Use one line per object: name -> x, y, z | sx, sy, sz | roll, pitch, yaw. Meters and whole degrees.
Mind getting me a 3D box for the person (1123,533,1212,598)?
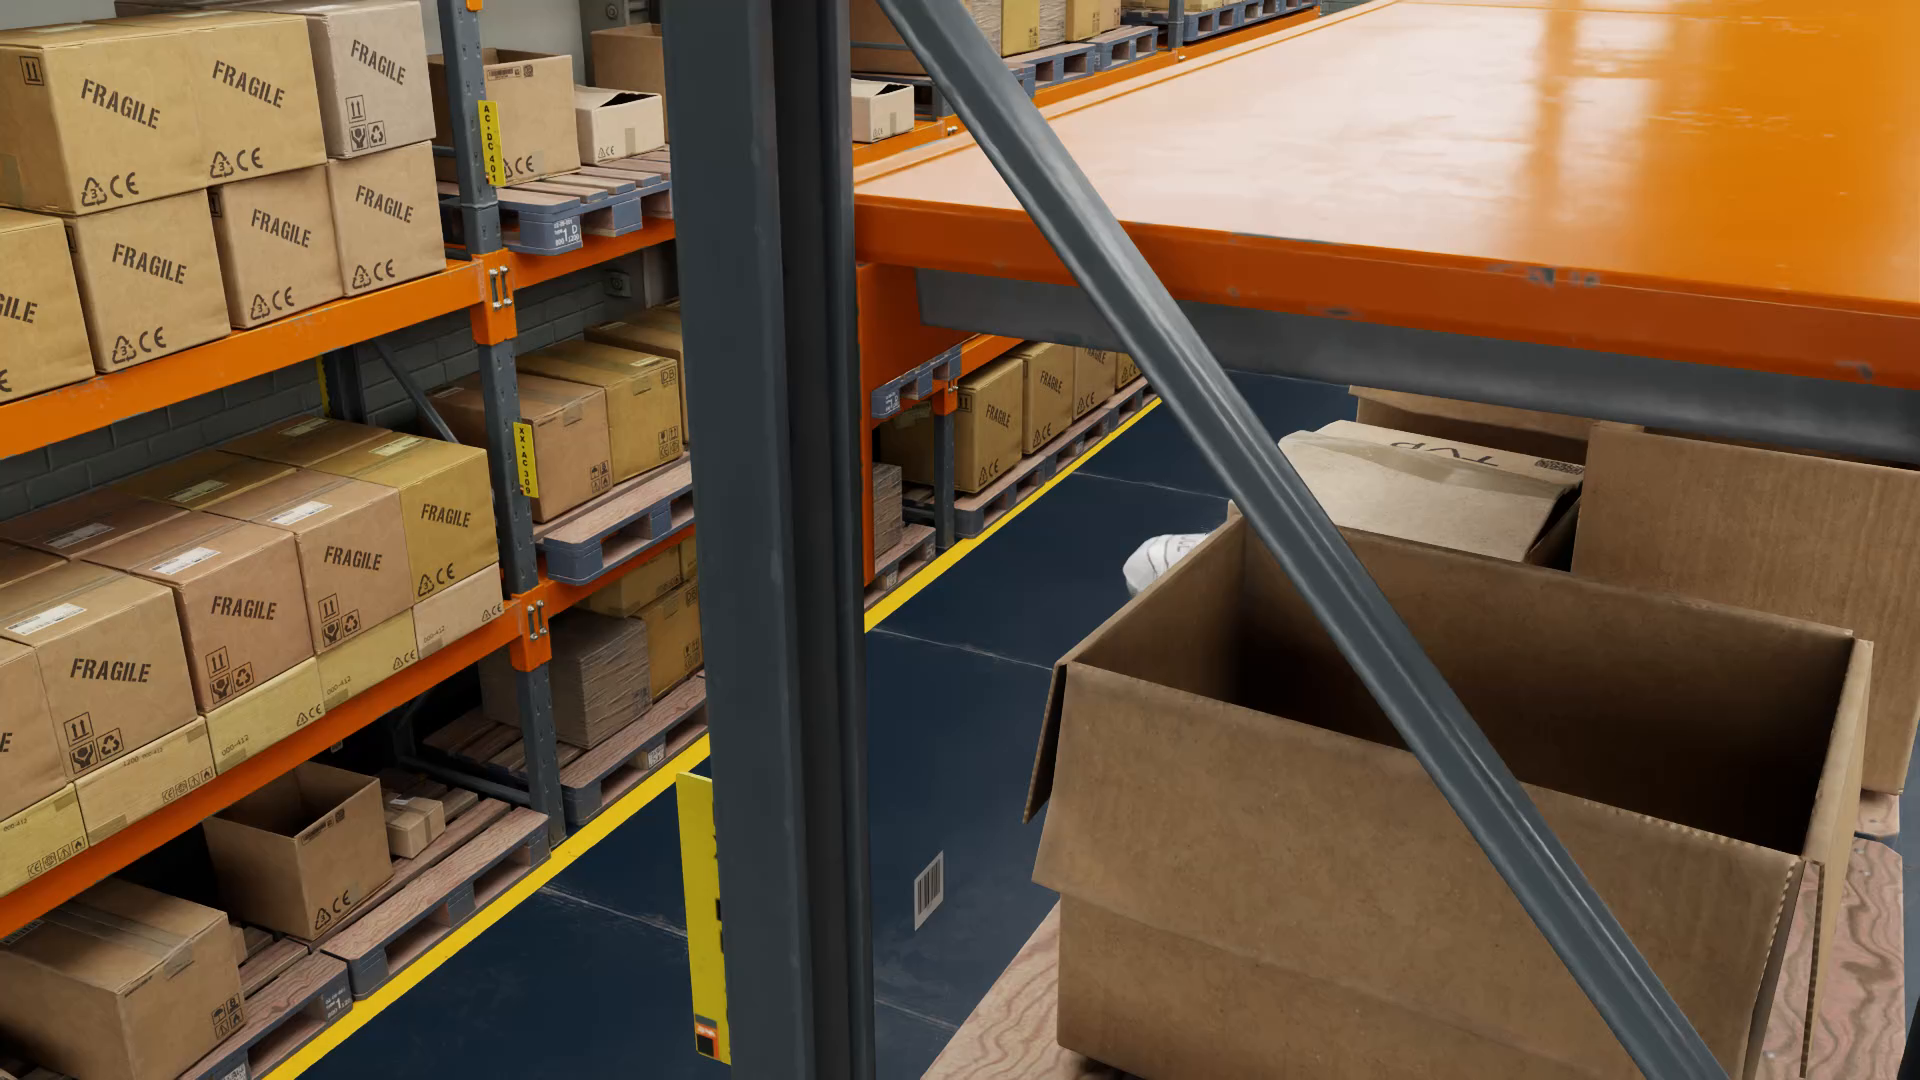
person -> 1.402, 0.322, 9.562 | 0.922, 0.760, 0.511 | 11, 25, 23
